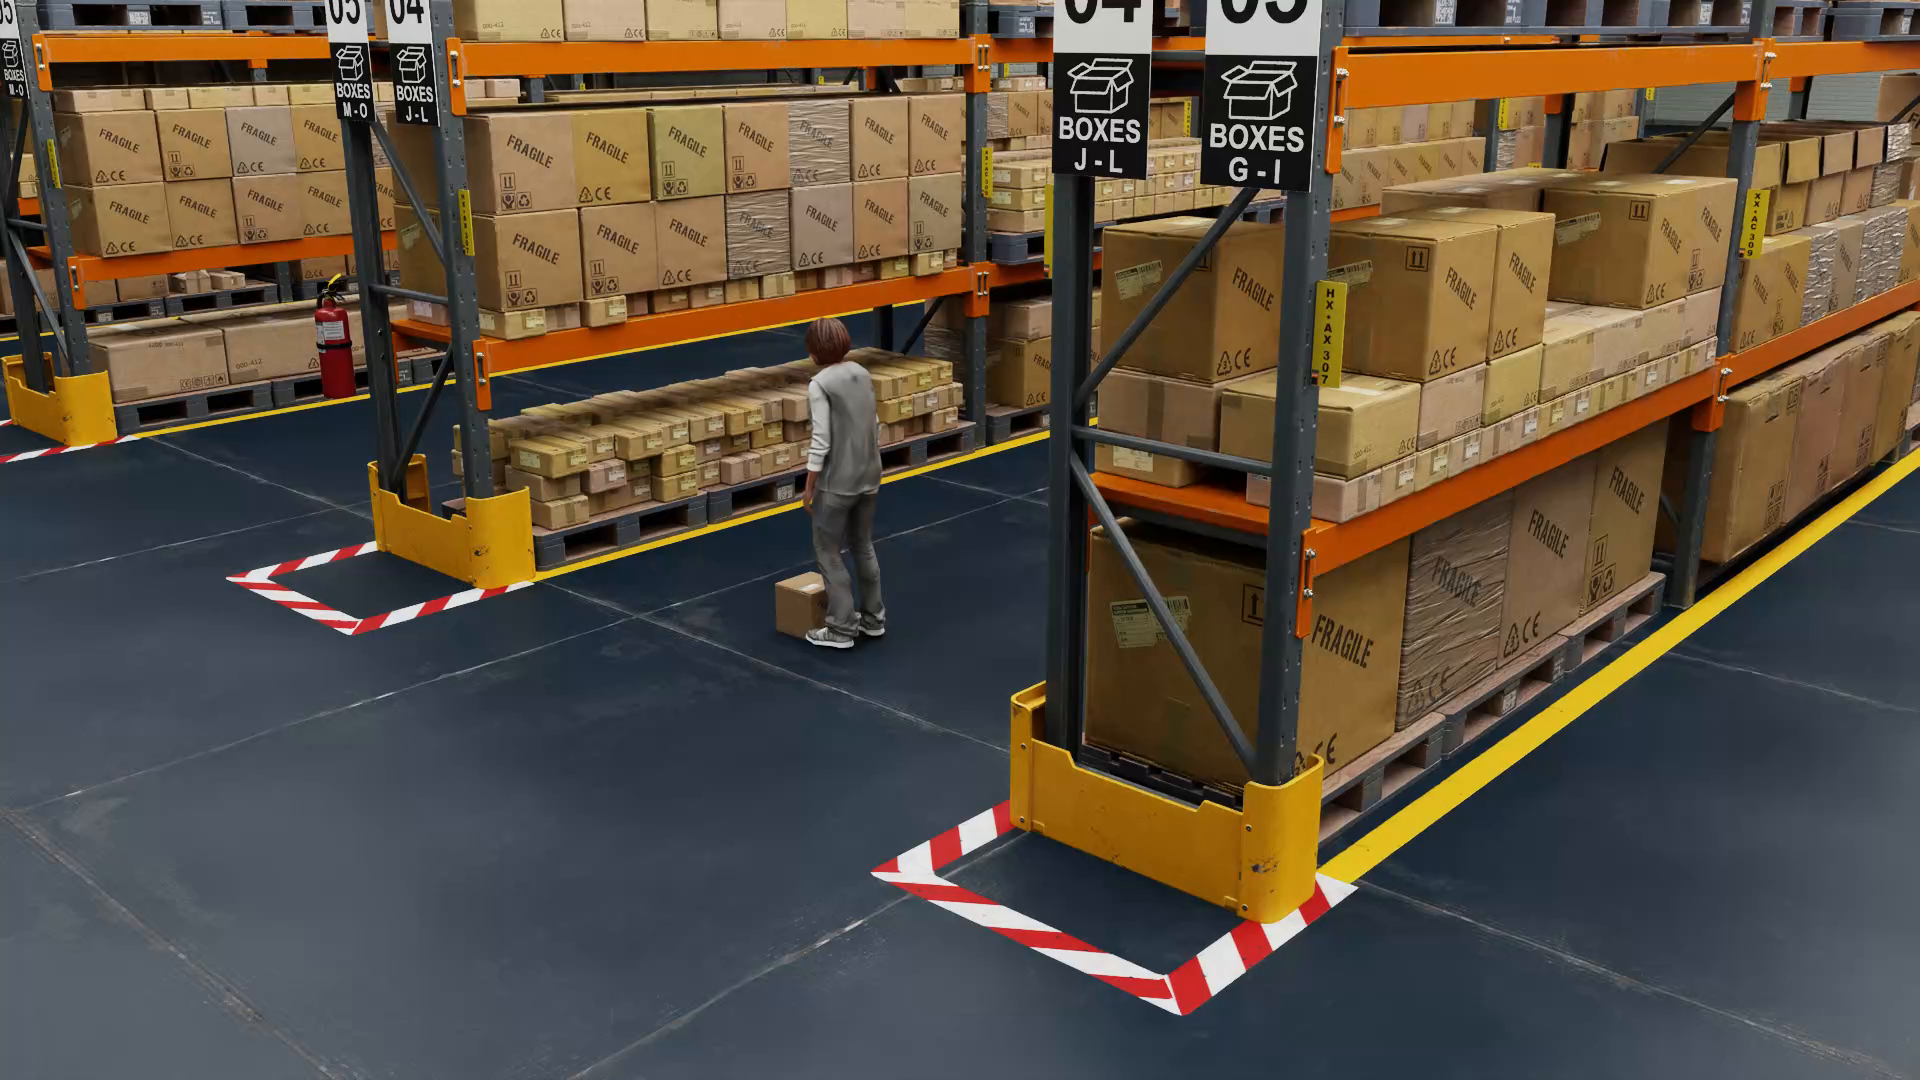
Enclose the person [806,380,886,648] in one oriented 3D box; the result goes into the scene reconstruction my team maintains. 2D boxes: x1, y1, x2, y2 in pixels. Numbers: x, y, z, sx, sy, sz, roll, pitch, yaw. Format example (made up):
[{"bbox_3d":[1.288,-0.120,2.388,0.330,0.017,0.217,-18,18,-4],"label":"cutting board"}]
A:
[{"bbox_3d":[-0.560,-0.151,7.959,0.323,1.352,0.485,13,22,37],"label":"person"}]
